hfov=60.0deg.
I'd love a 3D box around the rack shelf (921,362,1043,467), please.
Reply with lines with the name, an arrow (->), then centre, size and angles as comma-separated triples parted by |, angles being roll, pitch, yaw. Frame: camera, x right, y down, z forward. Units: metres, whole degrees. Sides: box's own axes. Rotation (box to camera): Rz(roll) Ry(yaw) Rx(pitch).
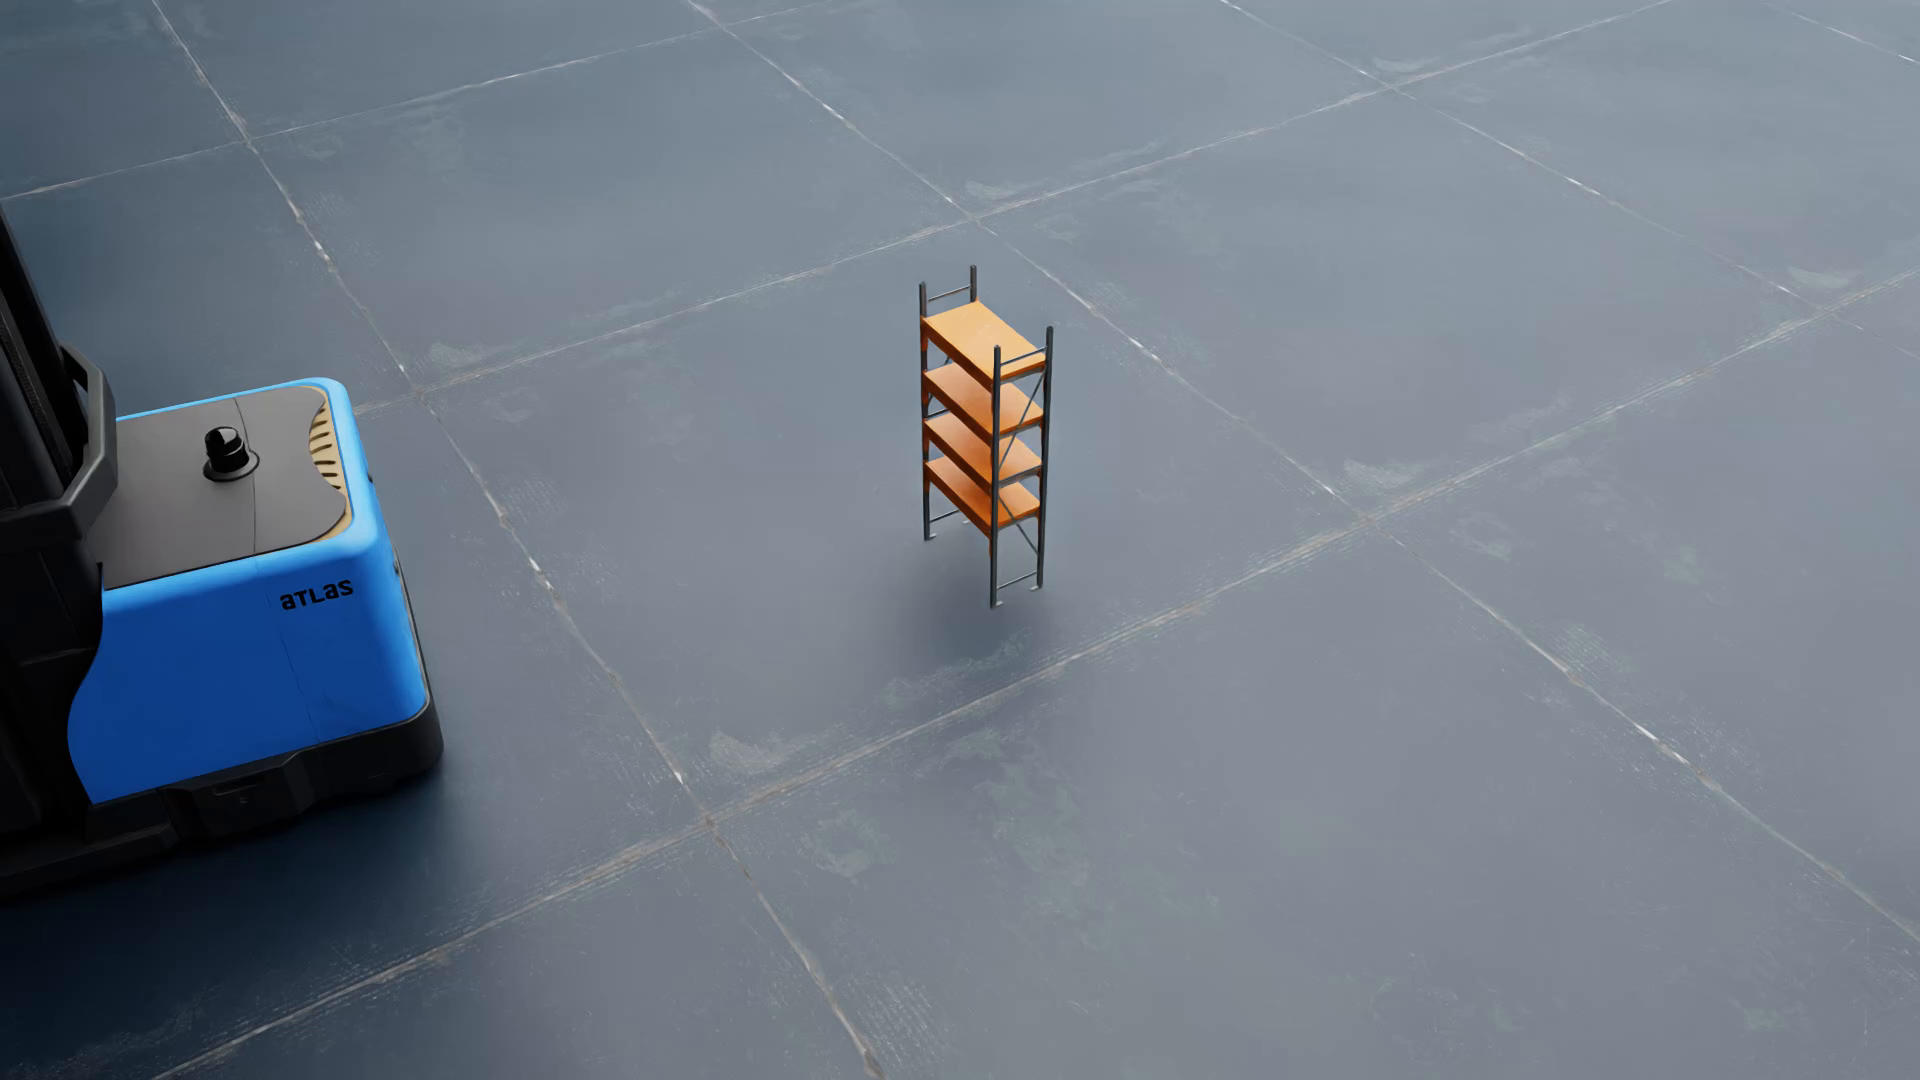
rack shelf -> 0.089, -0.492, 6.159 | 0.258, 0.148, 0.480 | -22, 45, -24

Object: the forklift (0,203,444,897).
forklift -> -3.358, -0.242, 4.751 | 3.031, 2.935, 1.130 | -15, 42, -17

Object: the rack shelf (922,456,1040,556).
rack shelf -> 0.089, -0.167, 6.429 | 0.258, 0.148, 0.480 | -22, 45, -24

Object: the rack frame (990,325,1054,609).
rack frame -> 0.220, -0.240, 6.101 | 0.240, 1.200, 0.015 | -22, 45, -24

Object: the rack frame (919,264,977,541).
rack frame -> -0.042, -0.503, 6.417 | 0.240, 1.200, 0.015 | -22, 45, -24

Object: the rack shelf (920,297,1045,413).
rack shelf -> 0.089, -0.674, 6.007 | 0.258, 0.148, 0.480 | -22, 45, -24

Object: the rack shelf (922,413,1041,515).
rack shelf -> 0.089, -0.320, 6.302 | 0.258, 0.148, 0.480 | -22, 45, -24

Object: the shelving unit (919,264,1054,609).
shelving unit -> 0.089, -0.372, 6.259 | 0.258, 1.200, 0.503 | -22, 45, -24
